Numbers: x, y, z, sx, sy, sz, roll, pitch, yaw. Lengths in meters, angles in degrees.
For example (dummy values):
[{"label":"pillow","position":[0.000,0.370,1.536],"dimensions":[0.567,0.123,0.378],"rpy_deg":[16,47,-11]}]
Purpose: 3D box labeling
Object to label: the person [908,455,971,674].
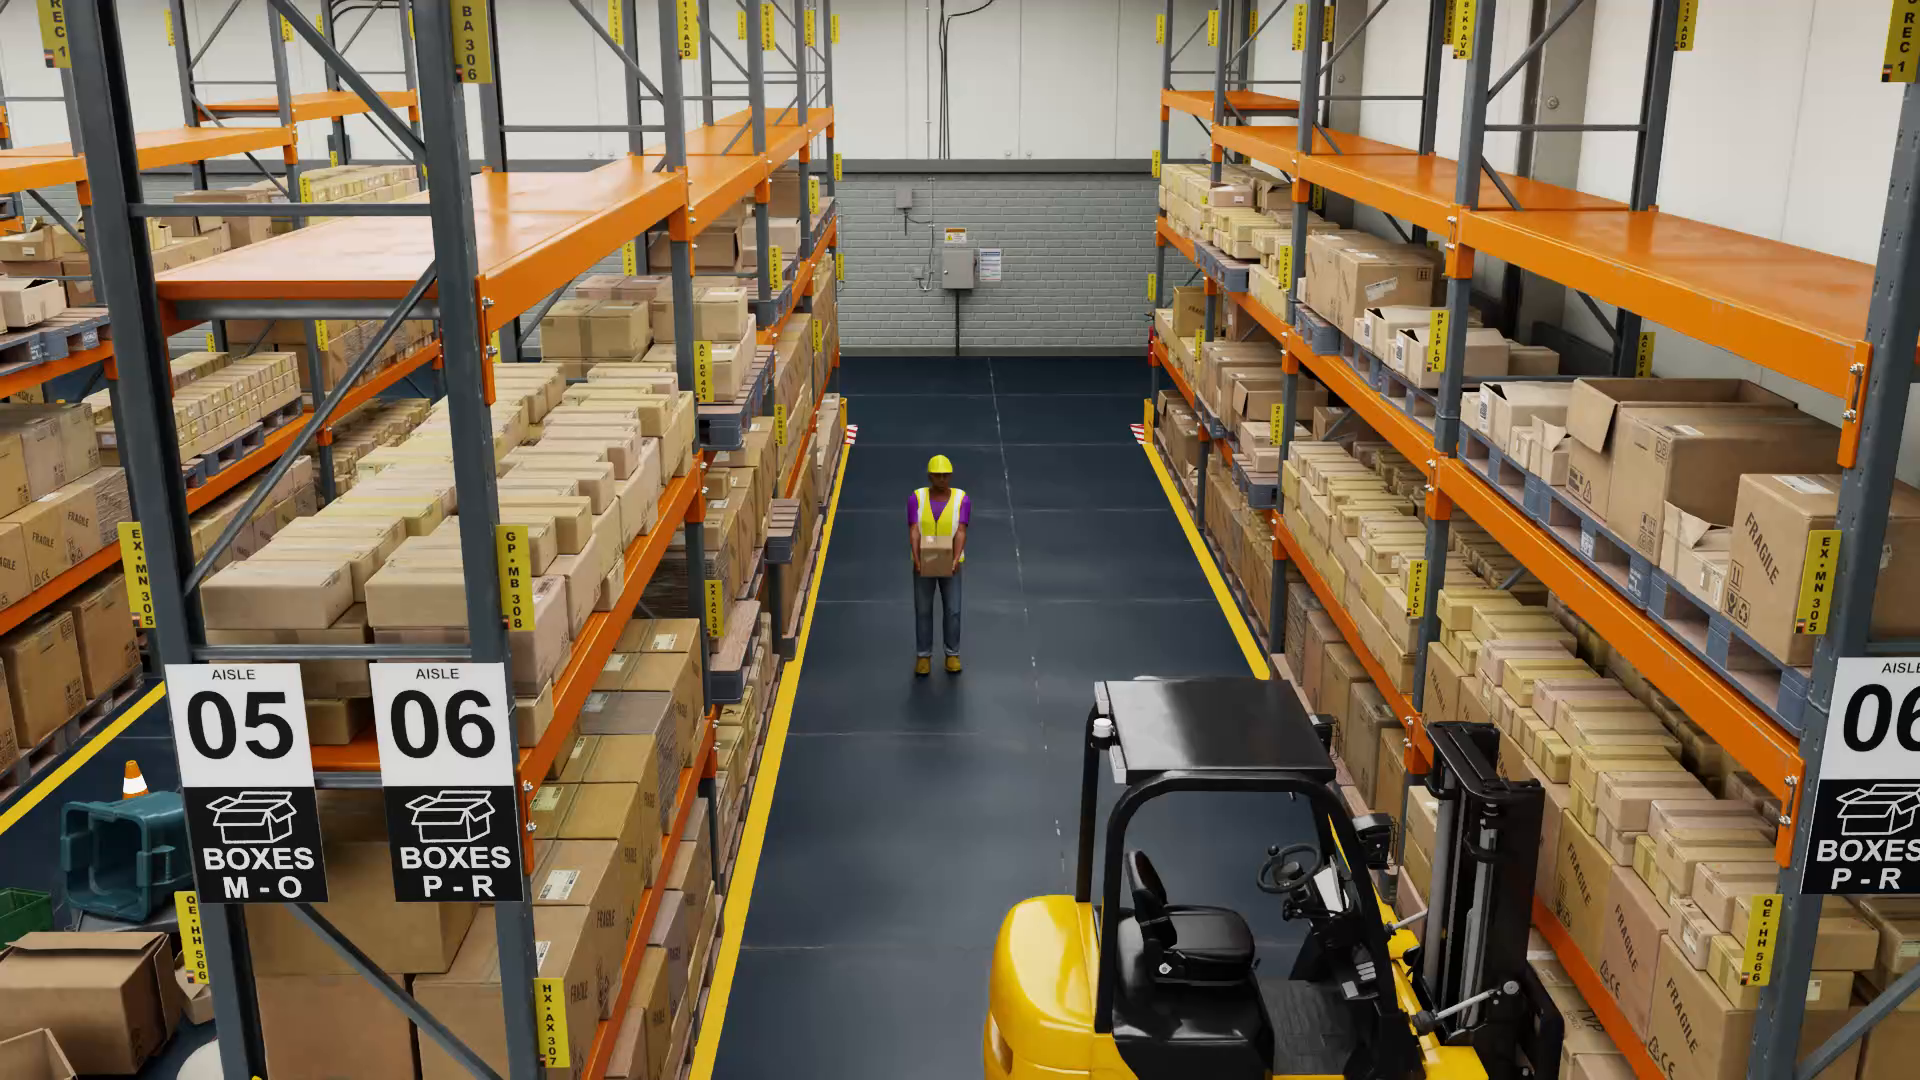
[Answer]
[{"label":"person","position":[-0.168,0.216,13.306],"dimensions":[0.504,1.760,0.583],"rpy_deg":[0,17,0]}]
